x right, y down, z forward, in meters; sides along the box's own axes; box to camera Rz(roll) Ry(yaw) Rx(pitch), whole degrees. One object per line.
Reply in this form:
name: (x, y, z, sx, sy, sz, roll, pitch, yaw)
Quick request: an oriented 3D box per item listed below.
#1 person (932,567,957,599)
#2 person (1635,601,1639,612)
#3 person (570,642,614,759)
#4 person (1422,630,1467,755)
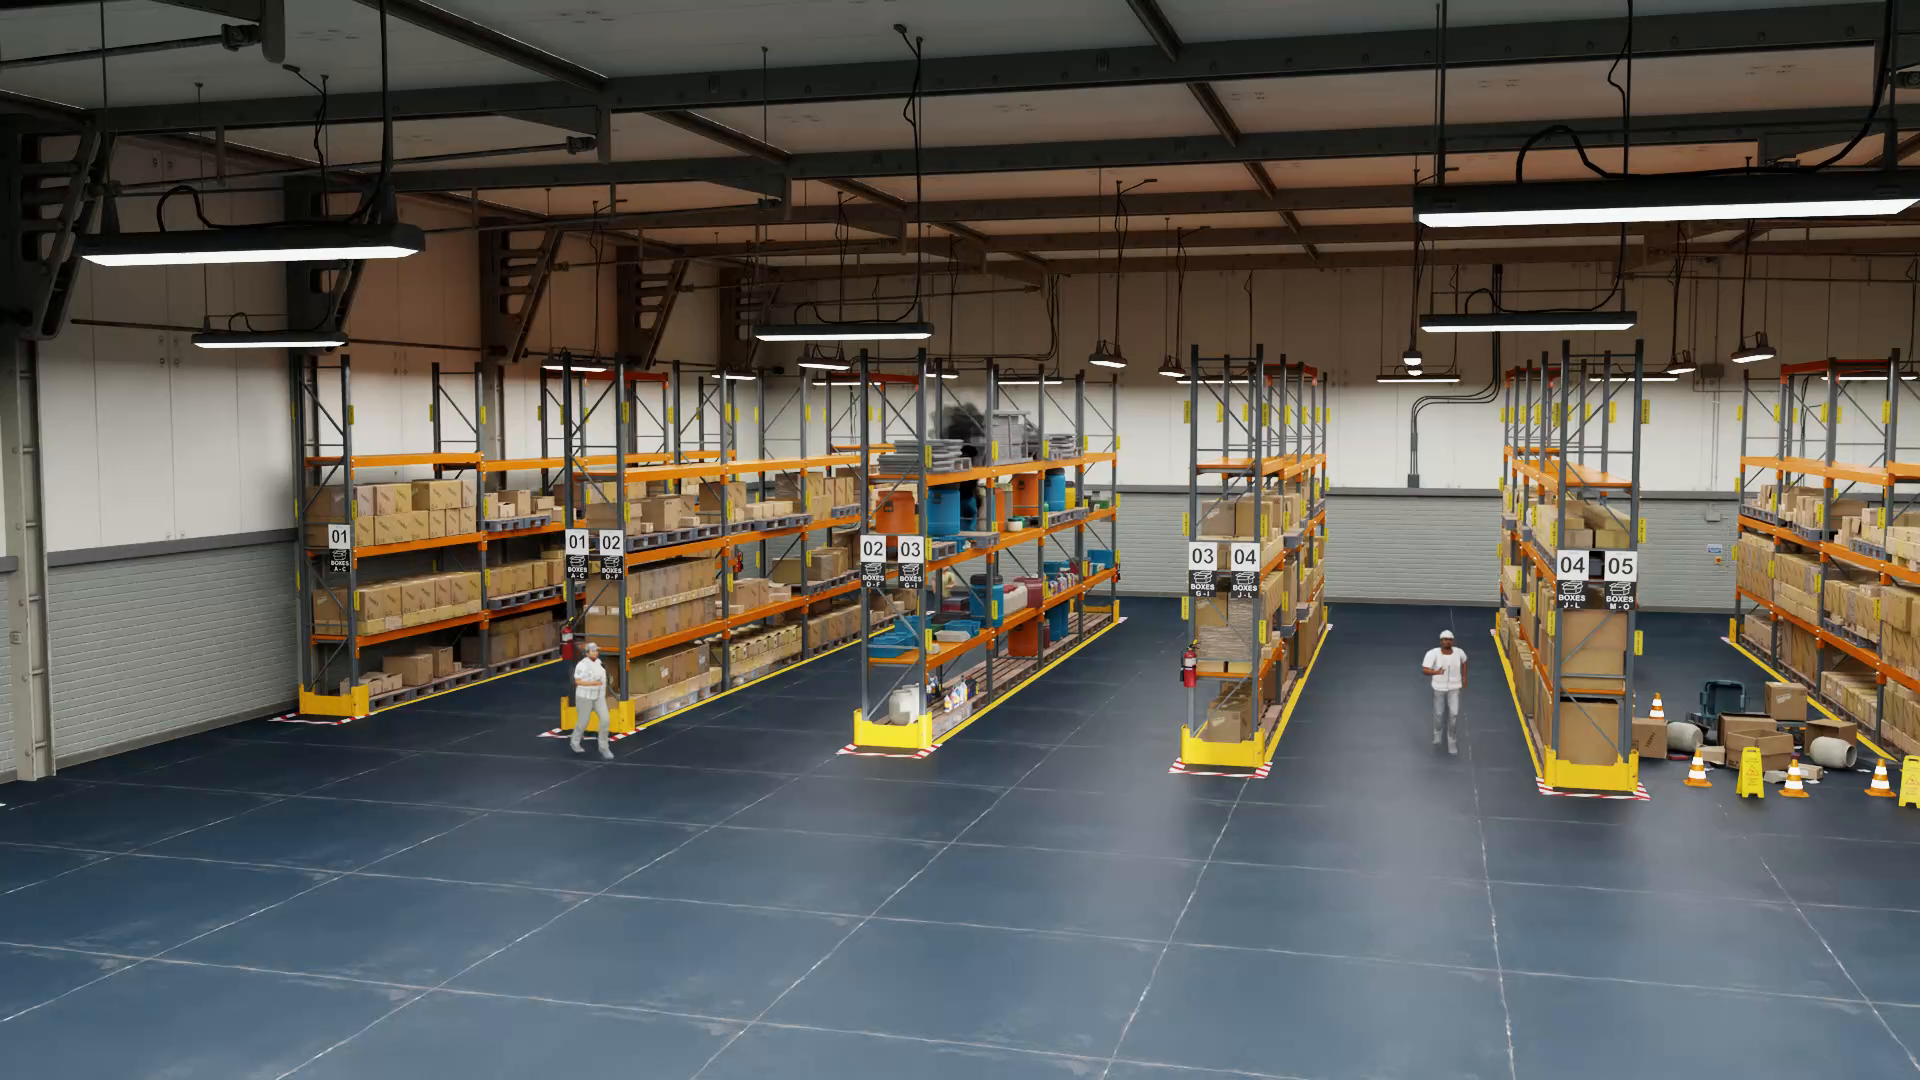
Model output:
person: (-0.366, 1.315, 38.090, 0.592, 1.689, 0.881, 0, 4, 3)
person: (13.629, 1.634, 34.253, 0.615, 1.602, 0.727, 1, 4, 10)
person: (-5.439, 2.352, 24.386, 0.777, 1.724, 0.593, 4, 6, 40)
person: (7.246, 2.255, 24.850, 0.689, 1.841, 0.810, 1, 4, 10)
